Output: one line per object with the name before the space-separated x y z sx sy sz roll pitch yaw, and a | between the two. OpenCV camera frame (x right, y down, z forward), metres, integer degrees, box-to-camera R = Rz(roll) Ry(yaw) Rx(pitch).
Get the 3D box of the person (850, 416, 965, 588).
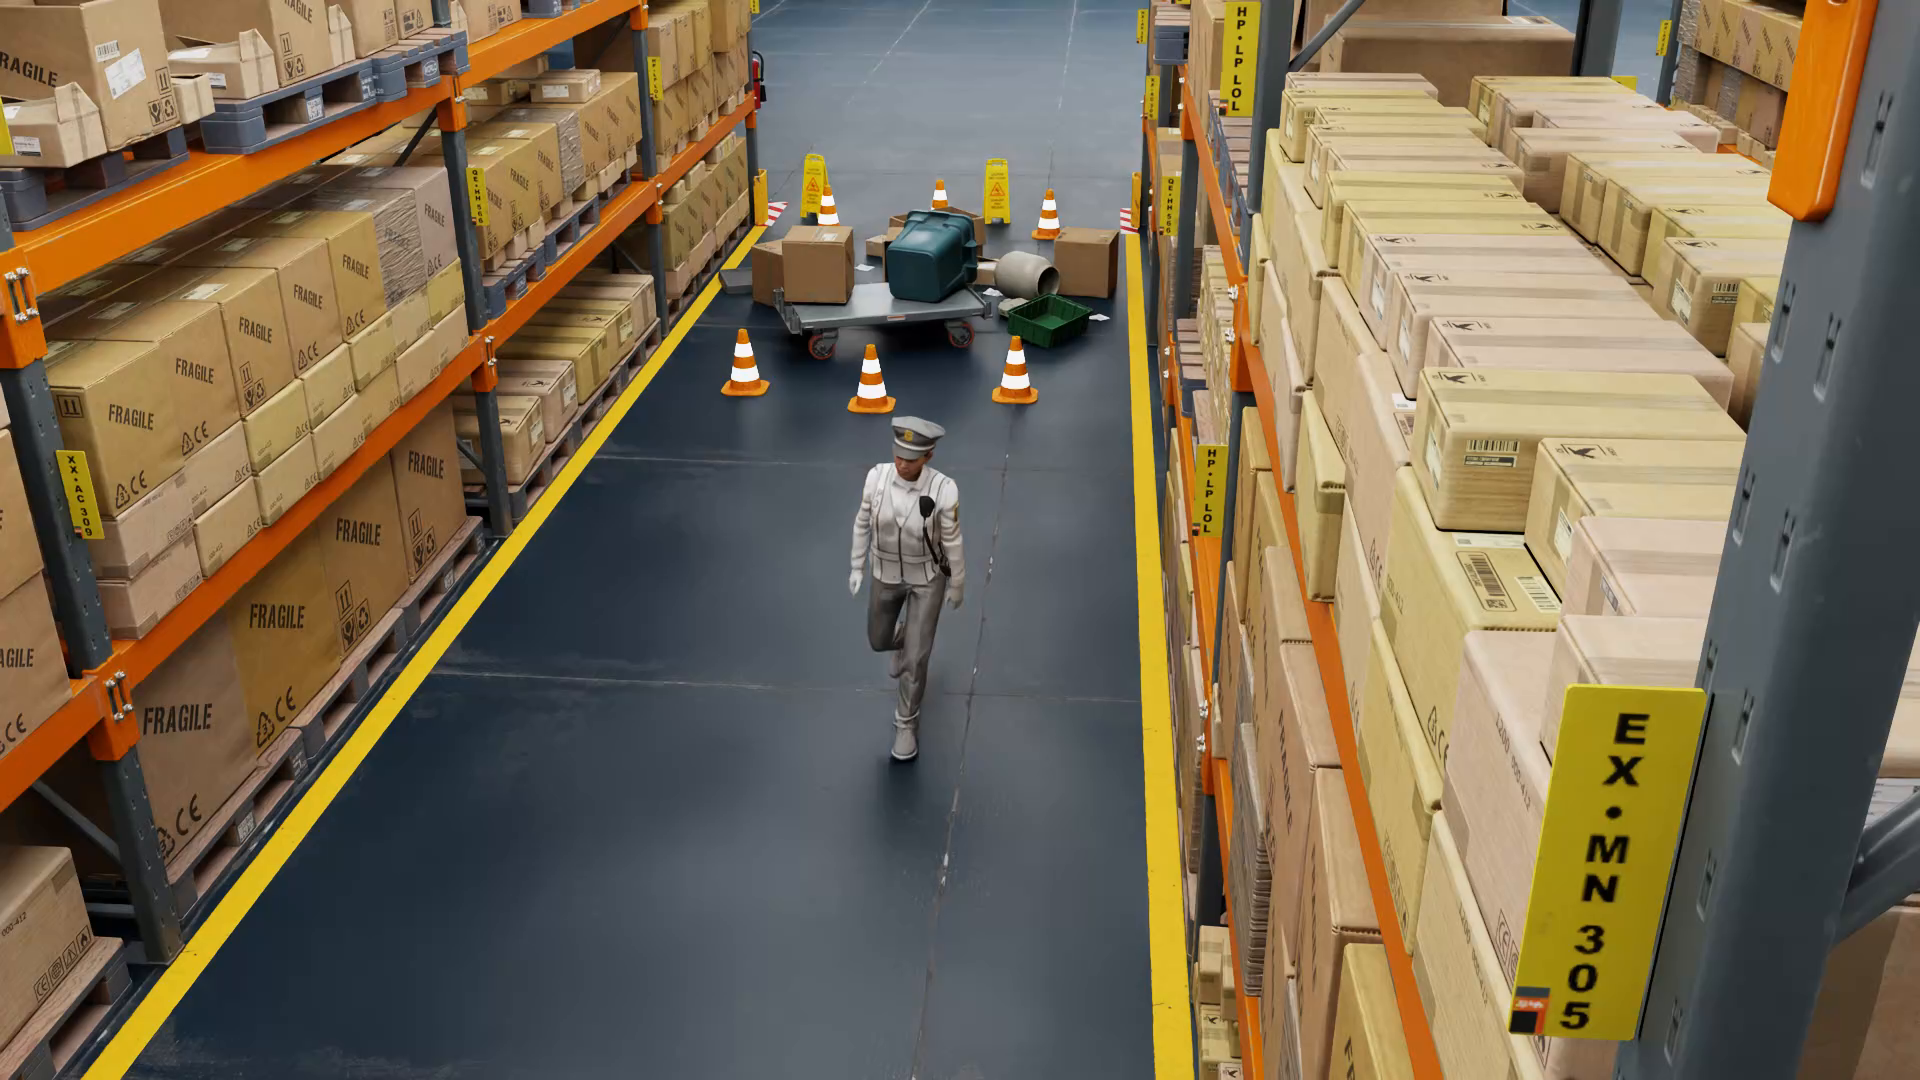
person | -2.587 -0.762 6.959 4.986 2.387 22.365 5 25 11
